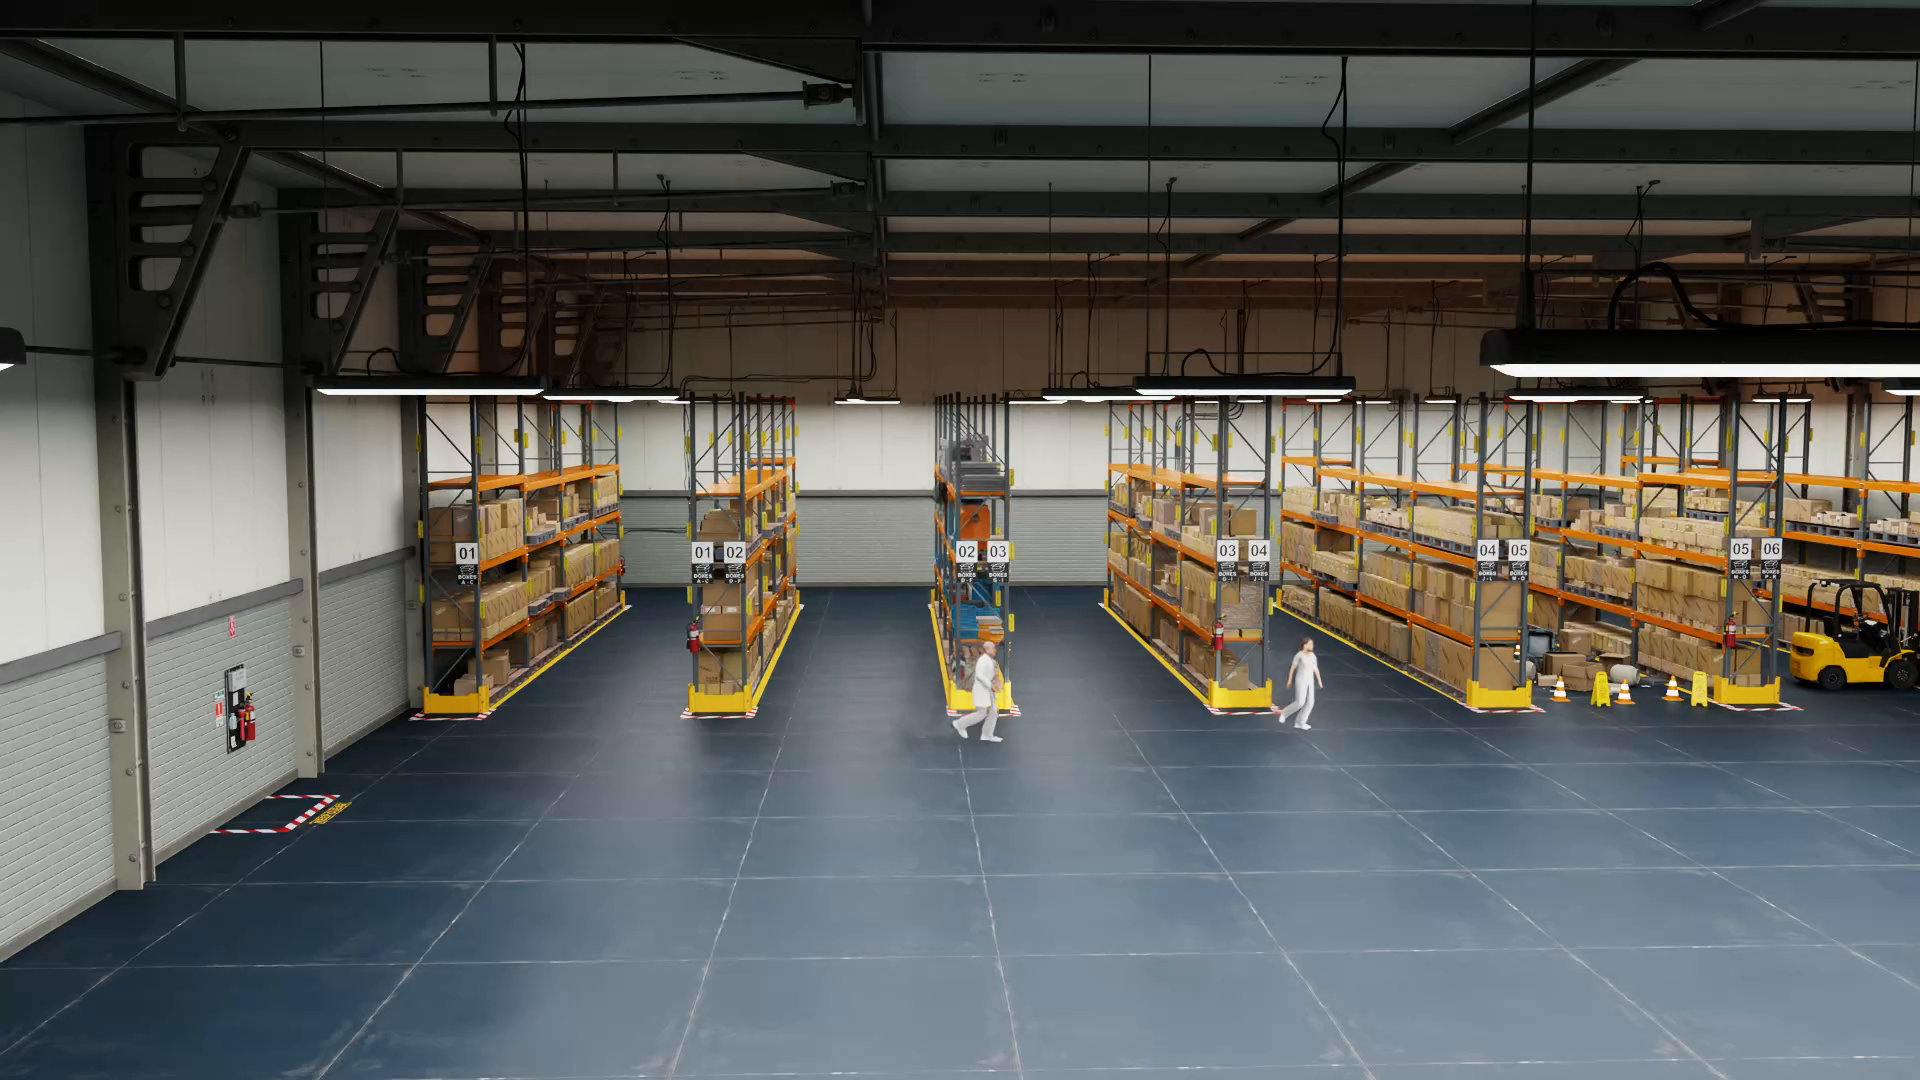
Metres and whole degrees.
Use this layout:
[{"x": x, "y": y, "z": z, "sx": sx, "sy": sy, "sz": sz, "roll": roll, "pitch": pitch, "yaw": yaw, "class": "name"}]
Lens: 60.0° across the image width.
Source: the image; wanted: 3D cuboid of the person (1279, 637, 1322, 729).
[{"x": 6.033, "y": 2.536, "z": 29.557, "sx": 0.686, "sy": 1.638, "sz": 0.552, "roll": -3, "pitch": 5, "yaw": -30, "class": "person"}]

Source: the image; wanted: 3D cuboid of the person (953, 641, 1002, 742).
[{"x": 0.305, "y": 2.587, "z": 28.428, "sx": 0.853, "sy": 1.733, "sz": 0.711, "roll": 1, "pitch": 5, "yaw": 17, "class": "person"}]
